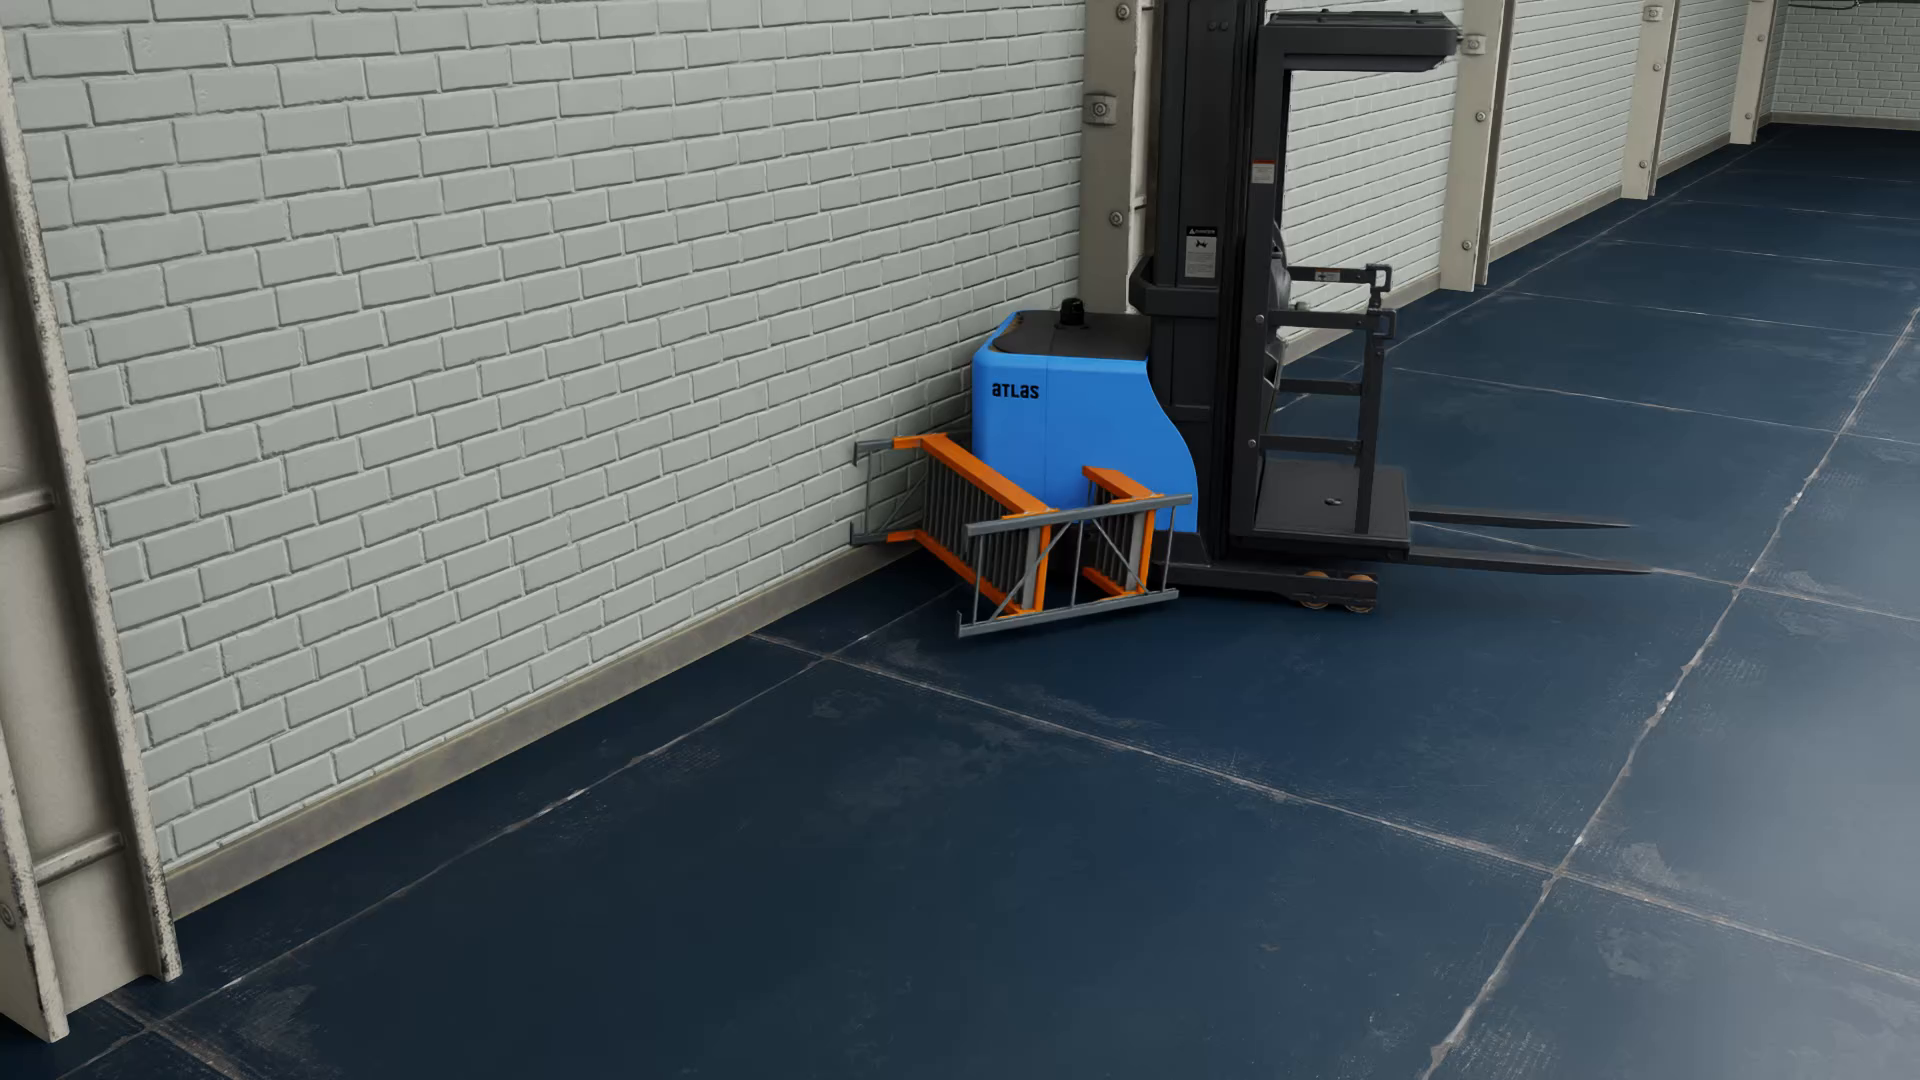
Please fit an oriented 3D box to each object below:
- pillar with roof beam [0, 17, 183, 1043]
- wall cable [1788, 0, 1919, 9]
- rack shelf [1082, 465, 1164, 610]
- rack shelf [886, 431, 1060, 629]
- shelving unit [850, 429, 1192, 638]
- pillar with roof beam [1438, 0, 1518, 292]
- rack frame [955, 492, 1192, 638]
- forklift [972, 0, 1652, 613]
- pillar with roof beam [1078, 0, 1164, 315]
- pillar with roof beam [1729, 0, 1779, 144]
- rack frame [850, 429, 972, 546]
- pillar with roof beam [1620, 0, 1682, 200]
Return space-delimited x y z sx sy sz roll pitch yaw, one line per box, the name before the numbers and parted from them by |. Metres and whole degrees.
pillar with roof beam | 1.059 -2.091 0.947 9.100 9.000 0.400 13 24 32
wall cable | 13.739 -8.948 23.959 3.097 2.526 0.112 13 24 32
rack shelf | 0.502 -0.128 7.608 0.278 0.538 1.000 -8 26 -28
rack shelf | 0.034 -0.059 7.353 0.278 0.538 1.000 -8 26 -28
shelving unit | 0.247 -0.091 7.469 1.125 0.538 1.048 -8 26 -28
pillar with roof beam | 7.804 -5.534 10.255 9.100 9.000 0.400 13 24 32
rack frame | 0.494 0.099 7.067 1.125 0.500 0.032 -8 26 -28
forklift | 1.613 -1.254 7.429 3.031 2.935 1.130 4 21 12
pillar with roof beam | 4.431 -3.813 5.601 9.100 9.000 0.400 13 24 32
pillar with roof beam | 14.550 -8.977 19.563 9.100 9.000 0.400 13 24 32
rack frame | 0.000 -0.281 7.871 1.125 0.500 0.032 -8 26 -28
pillar with roof beam | 11.177 -7.256 14.909 9.100 9.000 0.400 13 24 32
